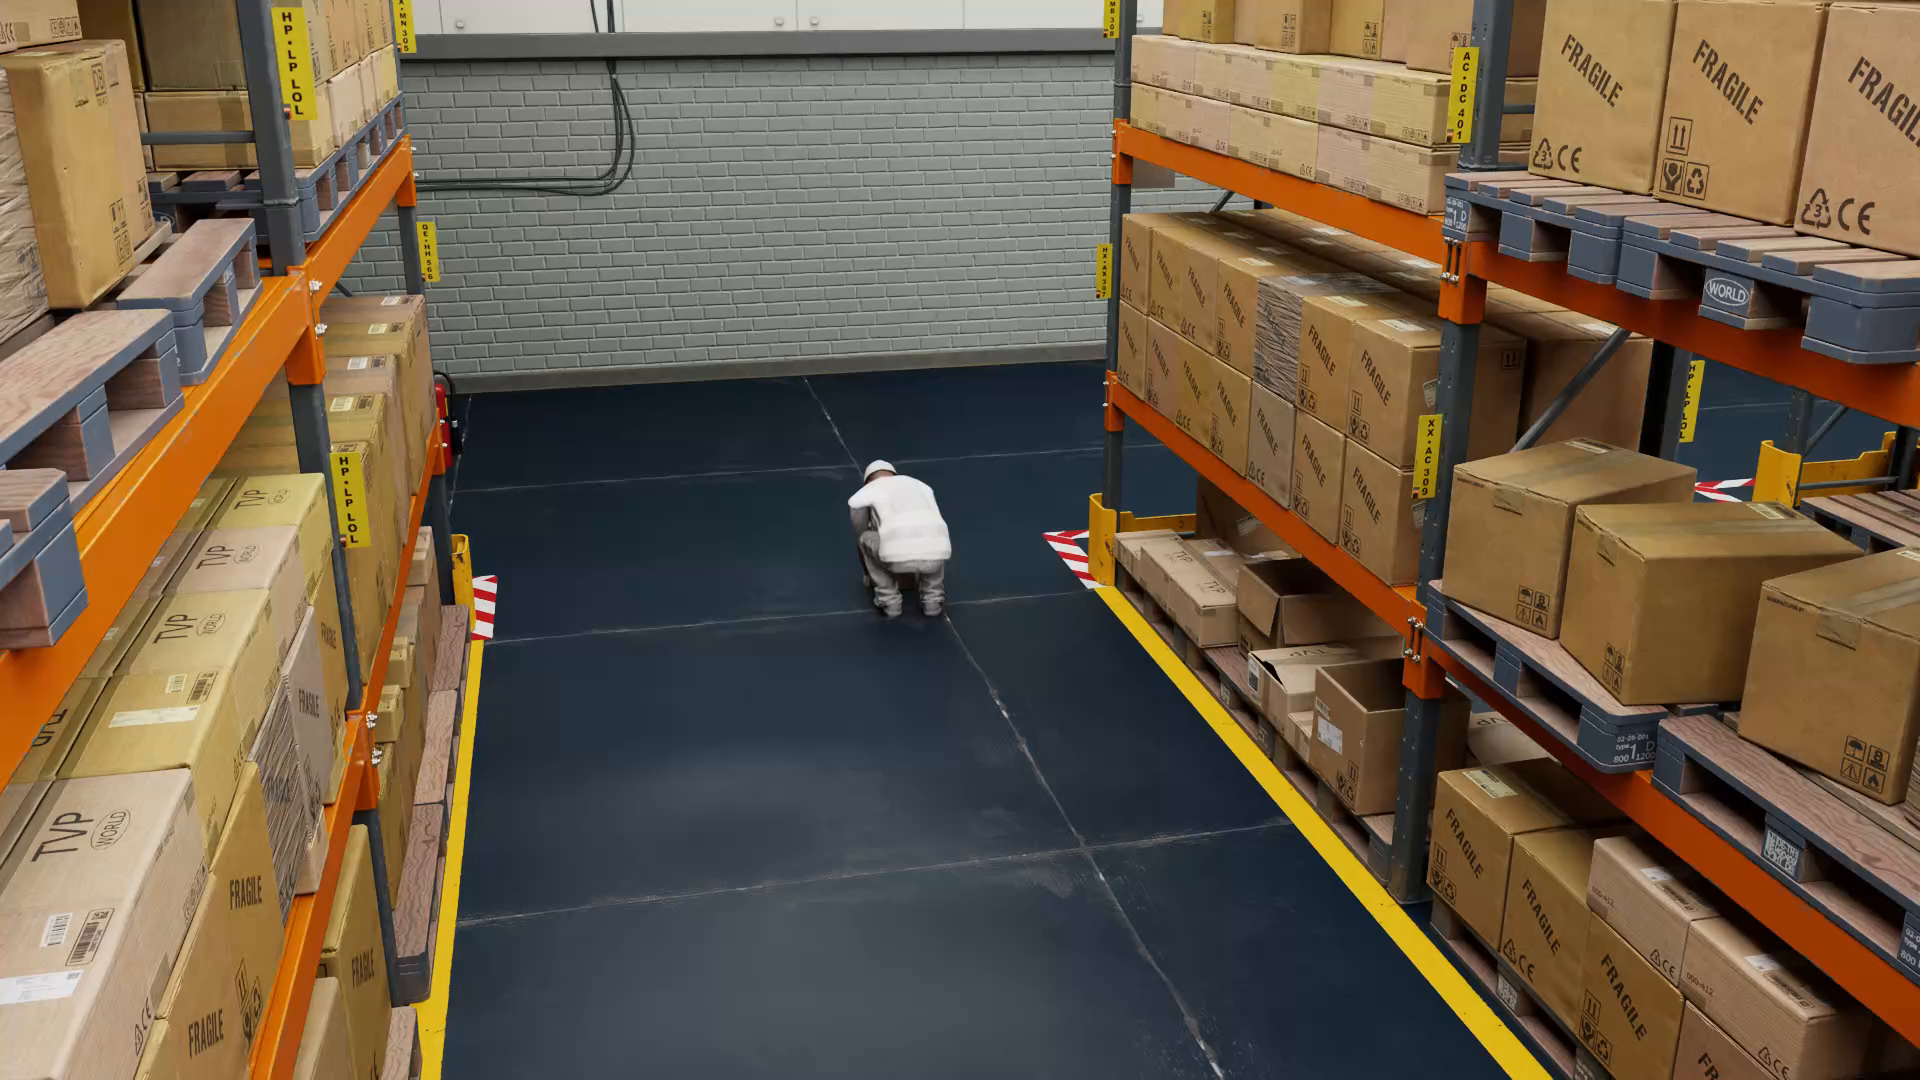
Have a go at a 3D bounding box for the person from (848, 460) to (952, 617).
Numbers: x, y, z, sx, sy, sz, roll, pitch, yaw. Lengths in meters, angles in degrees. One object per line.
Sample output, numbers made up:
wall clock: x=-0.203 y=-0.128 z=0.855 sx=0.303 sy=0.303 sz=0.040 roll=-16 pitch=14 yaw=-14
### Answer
person: x=-0.373 y=0.042 z=10.045 sx=0.569 sy=0.878 sz=0.946 roll=-5 pitch=20 yaw=-13
